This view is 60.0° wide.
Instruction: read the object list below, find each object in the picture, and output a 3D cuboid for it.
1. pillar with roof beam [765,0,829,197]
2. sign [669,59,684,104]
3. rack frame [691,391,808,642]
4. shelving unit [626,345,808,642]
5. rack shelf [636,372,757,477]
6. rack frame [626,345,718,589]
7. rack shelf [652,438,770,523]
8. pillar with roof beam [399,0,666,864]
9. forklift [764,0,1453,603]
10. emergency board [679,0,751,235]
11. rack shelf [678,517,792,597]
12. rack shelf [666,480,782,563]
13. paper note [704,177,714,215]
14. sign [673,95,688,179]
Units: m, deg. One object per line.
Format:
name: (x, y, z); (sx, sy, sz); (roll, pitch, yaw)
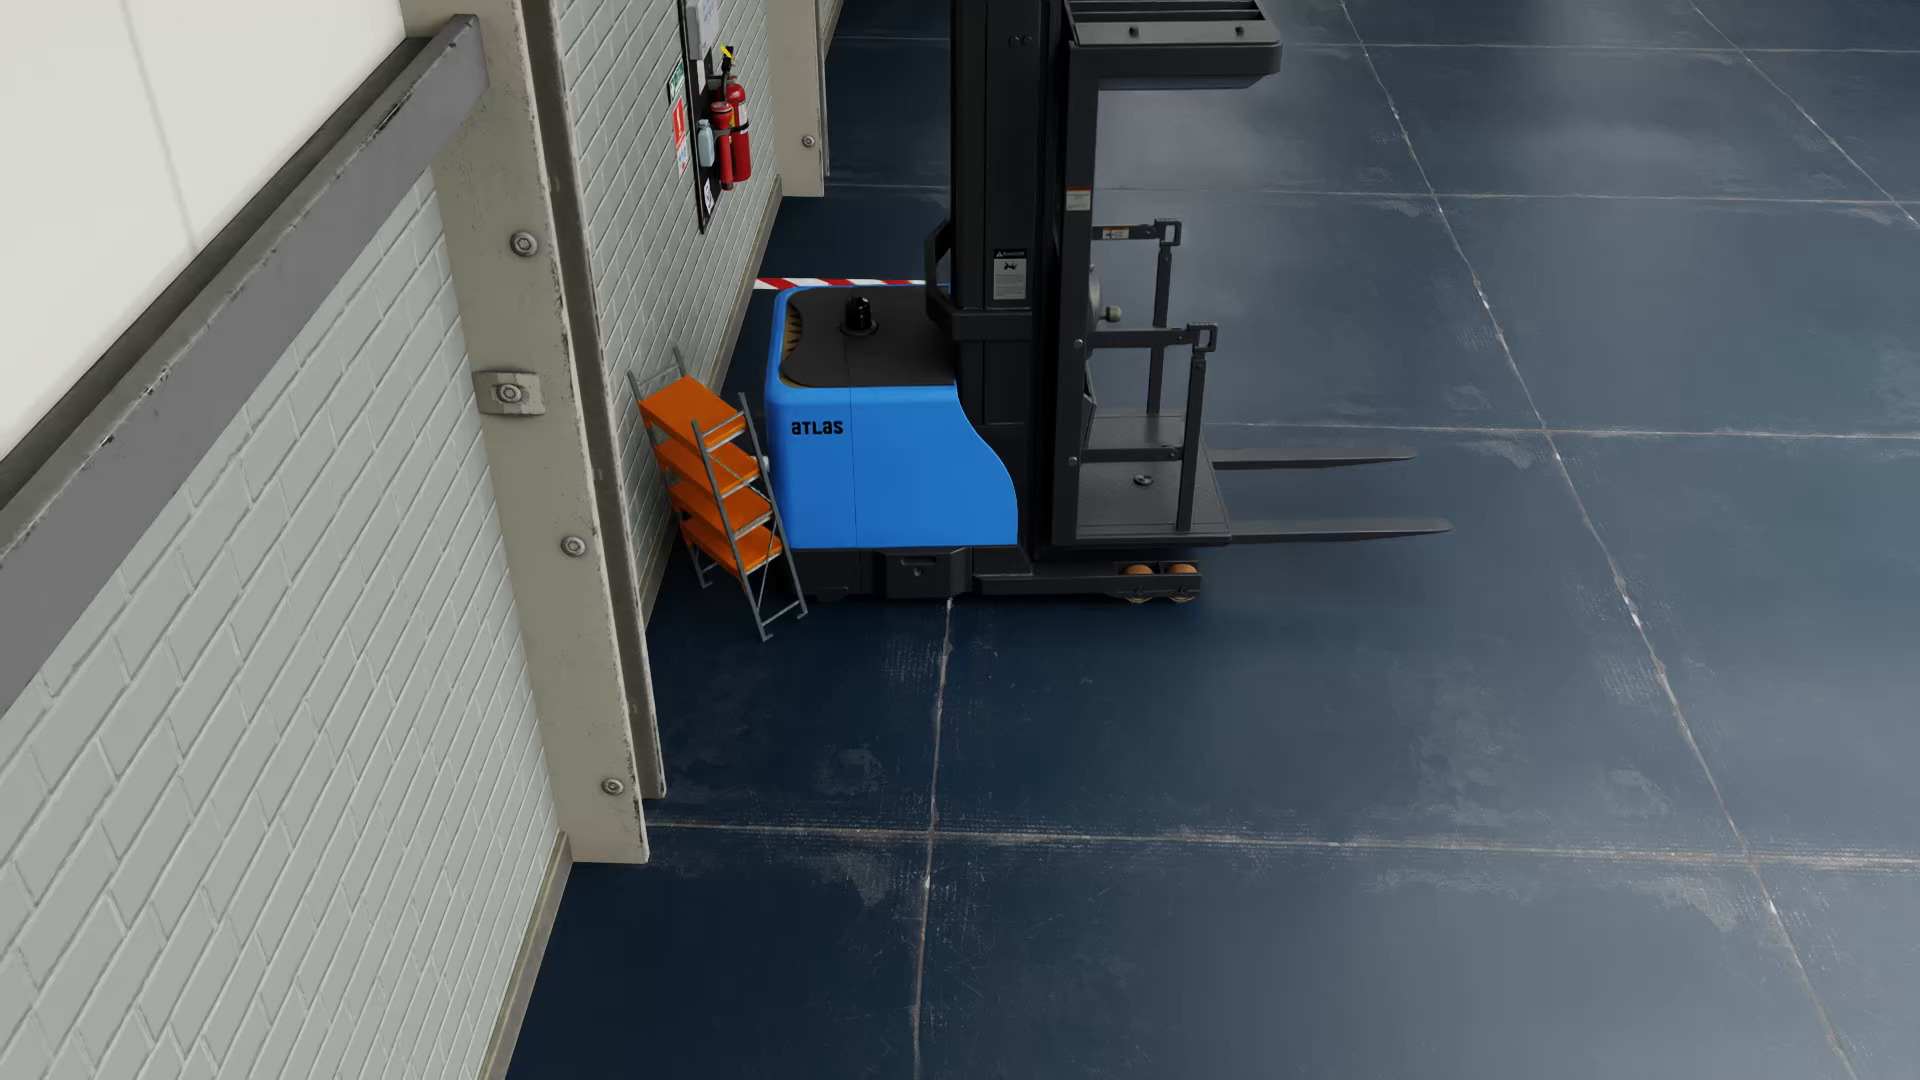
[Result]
pillar with roof beam: (3.253, -5.966, 8.413); (9.100, 9.000, 0.400); (1, 35, 2)
sign: (-1.302, -2.111, 7.653); (0.001, 0.109, 0.331); (1, 35, 2)
rack frame: (-0.844, -0.069, 6.776); (0.240, 1.200, 0.015); (-34, 46, -23)
shelving unit: (-0.997, -0.178, 6.931); (0.258, 1.200, 0.503); (-34, 46, -23)
rack shelf: (-1.054, -0.468, 6.672); (0.258, 0.148, 0.480); (-34, 46, -23)
rack frame: (-1.150, -0.287, 7.087); (0.240, 1.200, 0.015); (-34, 46, -23)
rack shelf: (-1.020, -0.293, 6.828); (0.258, 0.148, 0.480); (-34, 46, -23)
pillar with roof beam: (3.012, -2.519, 3.508); (9.100, 9.000, 0.400); (1, 35, 2)
forklift: (0.681, -1.228, 6.948); (3.031, 2.935, 1.130); (-1, 35, -2)
emergency board: (-1.186, -2.192, 8.261); (0.194, 1.169, 0.643); (1, 35, 2)
rack shelf: (-0.958, 0.018, 7.107); (0.258, 0.148, 0.480); (-34, 46, -23)
rack shelf: (-0.987, -0.128, 6.976); (0.258, 0.148, 0.480); (-34, 46, -23)
paper note: (-1.262, -1.732, 8.372); (0.016, 0.148, 0.142); (1, 35, 2)
sign: (-1.312, -1.892, 7.802); (0.001, 0.329, 0.234); (1, 35, 2)
